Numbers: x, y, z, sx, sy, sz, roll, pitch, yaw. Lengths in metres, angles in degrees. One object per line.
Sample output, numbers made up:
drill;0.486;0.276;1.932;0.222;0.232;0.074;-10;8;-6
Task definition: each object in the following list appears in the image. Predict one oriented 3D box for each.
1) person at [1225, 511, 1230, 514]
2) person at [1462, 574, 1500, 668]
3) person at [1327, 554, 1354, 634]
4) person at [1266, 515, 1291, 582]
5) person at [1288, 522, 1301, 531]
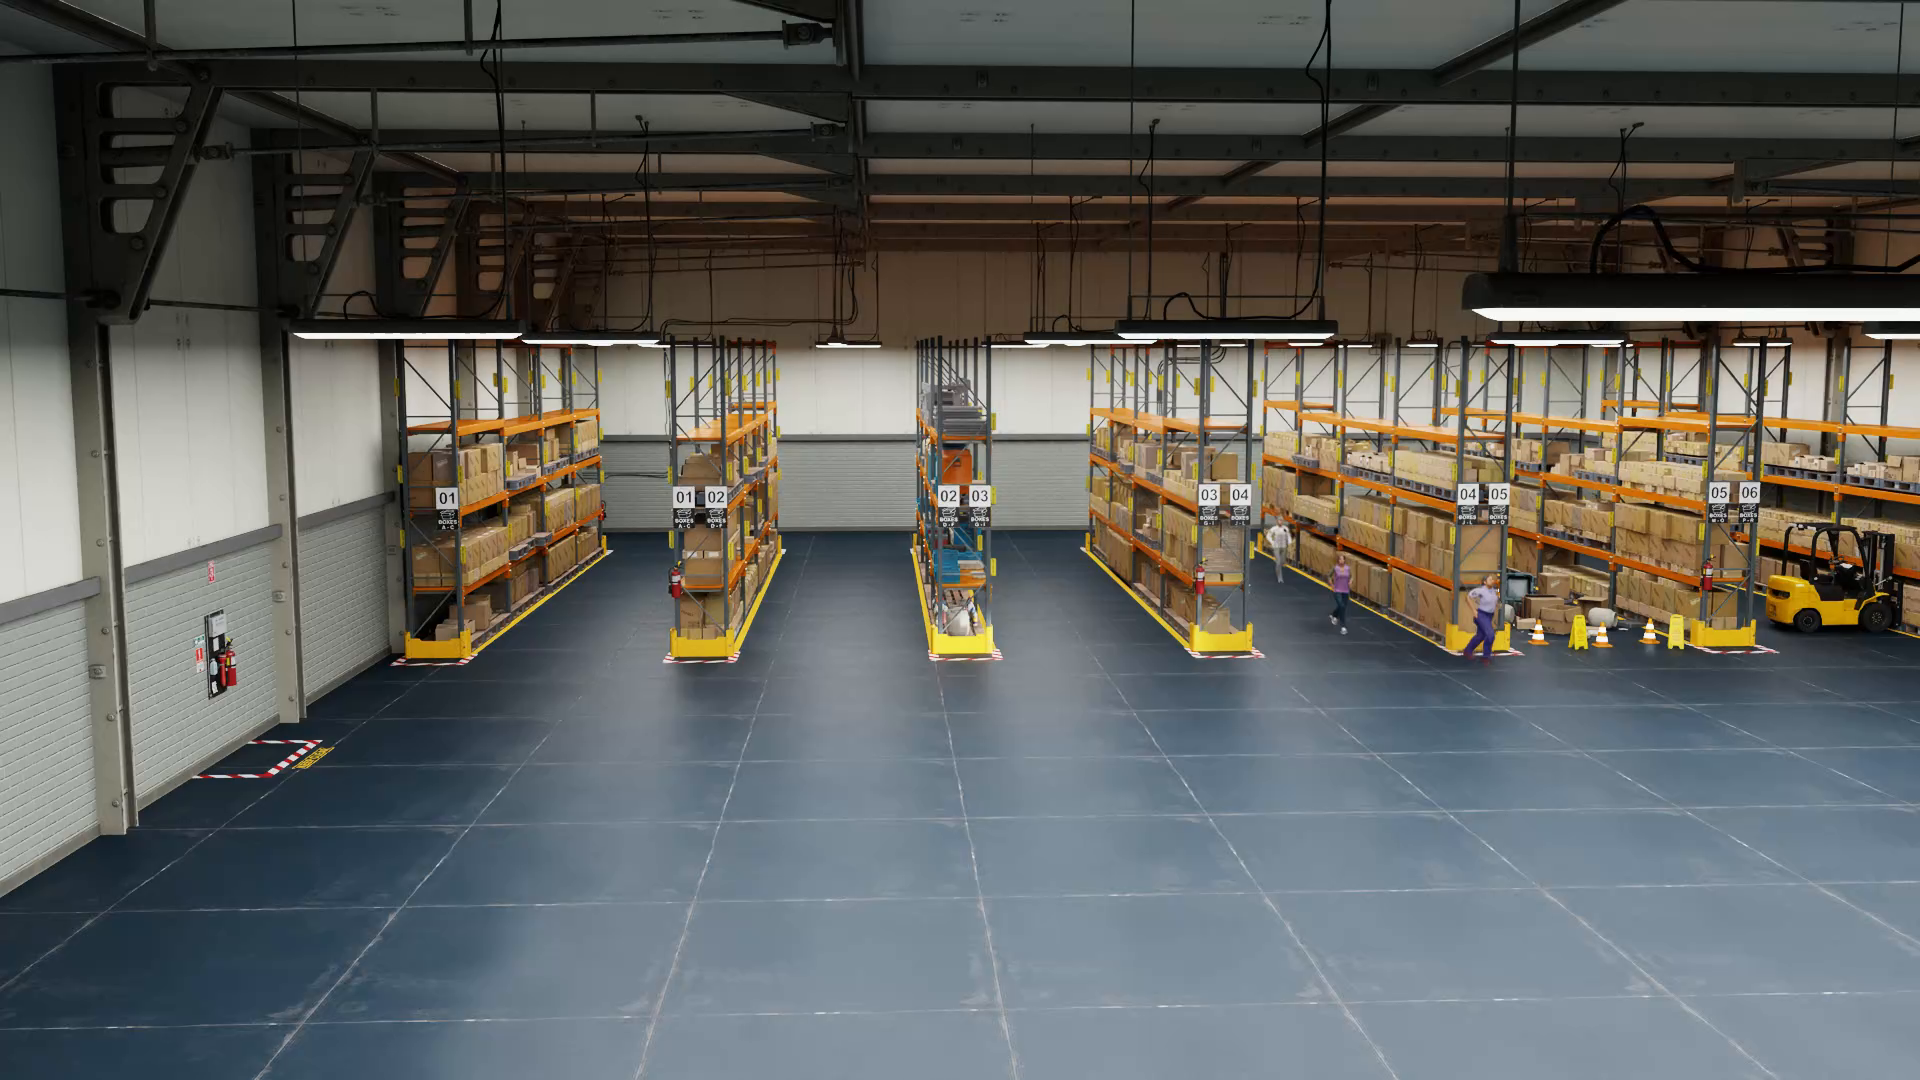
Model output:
person;7.668;-0.577;48.211;0.527;1.690;0.713;-6;9;-40
person;9.556;1.474;30.468;0.708;1.698;0.605;6;9;45
person;7.794;1.085;34.030;0.528;1.583;0.802;-1;7;-8
person;7.970;0.200;41.532;0.618;1.670;0.654;0;7;-3
person;9.898;-0.640;49.141;0.605;1.608;0.755;5;8;38
